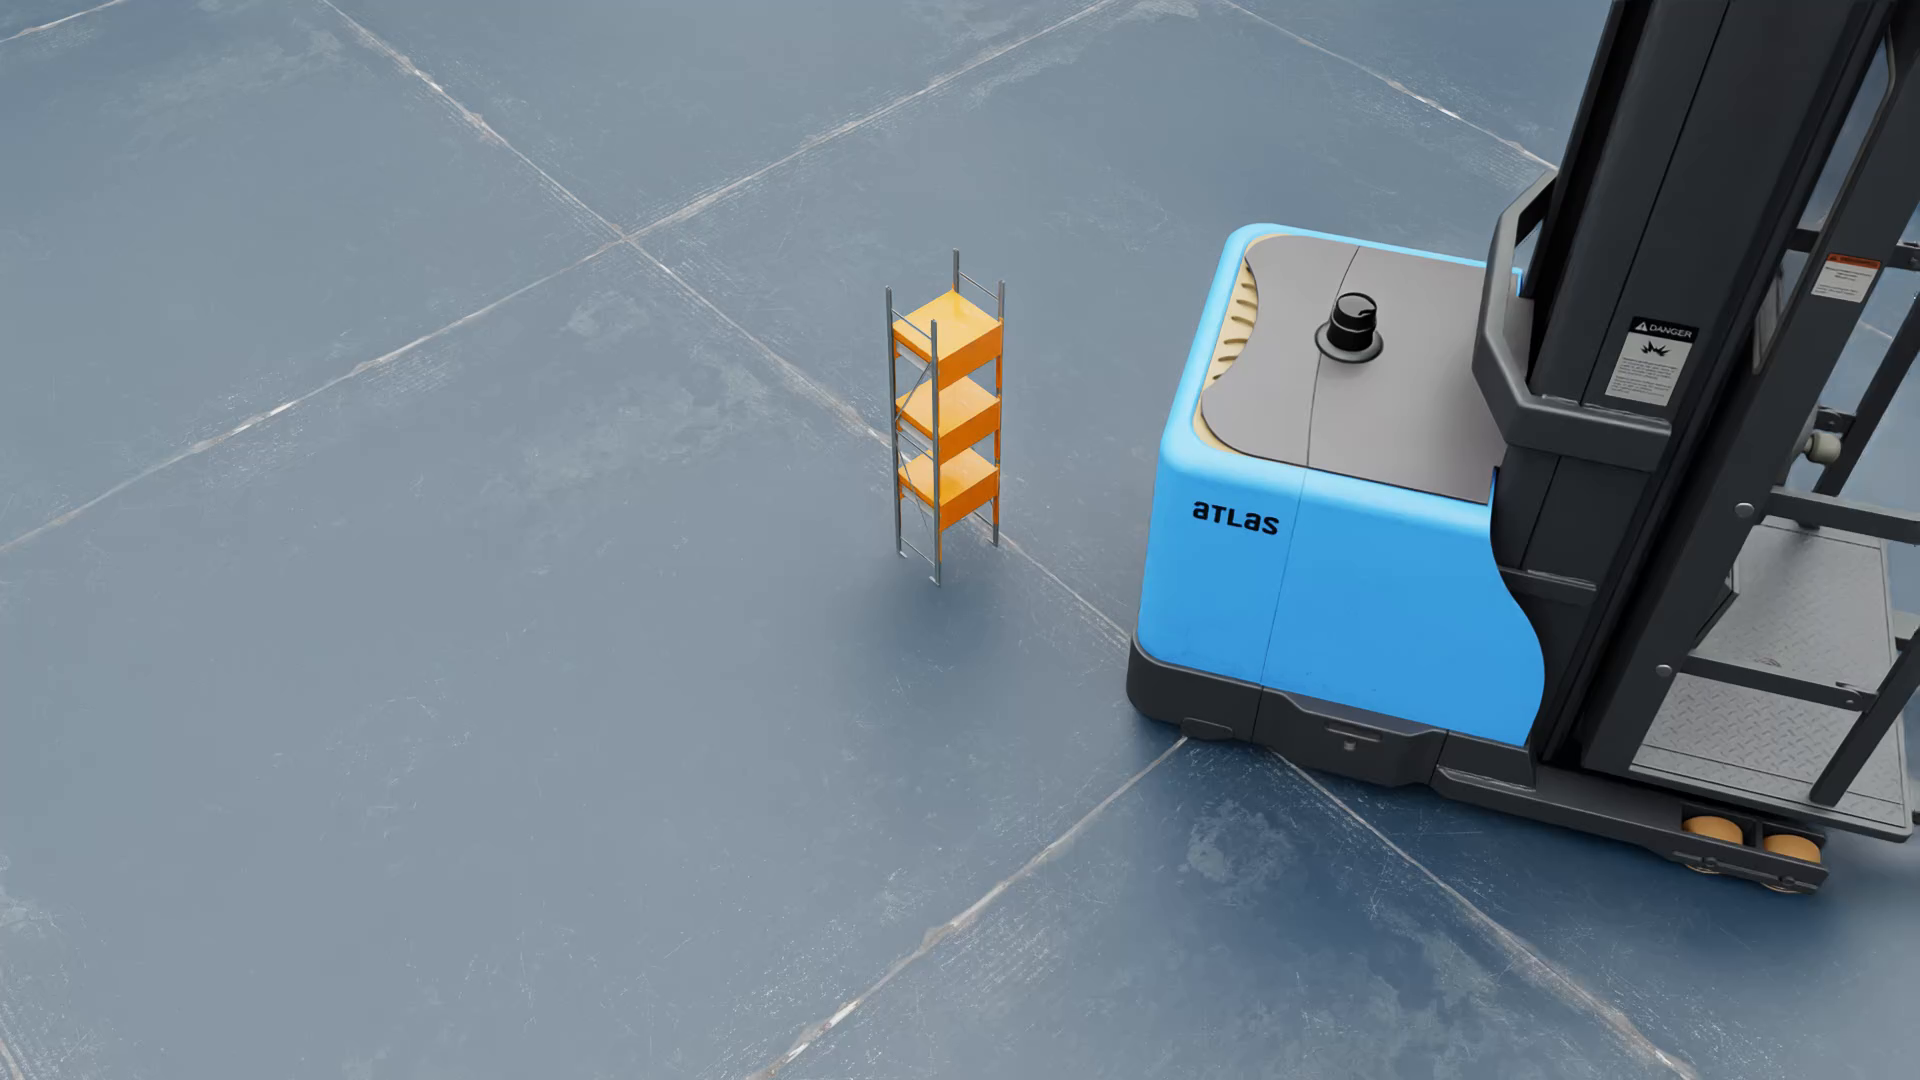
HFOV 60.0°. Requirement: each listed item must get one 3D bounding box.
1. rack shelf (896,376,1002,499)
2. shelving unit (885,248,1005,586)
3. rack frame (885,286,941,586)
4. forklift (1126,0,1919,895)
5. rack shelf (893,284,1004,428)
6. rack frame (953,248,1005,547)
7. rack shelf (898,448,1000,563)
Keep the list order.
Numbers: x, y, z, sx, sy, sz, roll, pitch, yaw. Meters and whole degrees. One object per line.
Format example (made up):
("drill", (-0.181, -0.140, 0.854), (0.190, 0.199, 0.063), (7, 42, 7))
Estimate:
("rack shelf", (-0.040, -0.322, 4.848), (0.240, 0.259, 0.215), (-34, 56, -27))
("shelving unit", (-0.040, -0.330, 4.840), (0.252, 1.050, 0.215), (-34, 56, -27))
("rack frame", (-0.130, -0.269, 4.784), (0.008, 1.050, 0.200), (-34, 56, -27))
("forklift", (2.050, -0.504, 3.721), (3.031, 2.935, 1.130), (13, 49, 12))
("rack shelf", (-0.040, -0.515, 4.639), (0.240, 0.259, 0.215), (-34, 56, -27))
("rack frame", (0.051, -0.390, 4.895), (0.008, 1.050, 0.200), (-34, 56, -27))
("rack shelf", (-0.040, -0.134, 5.052), (0.240, 0.259, 0.215), (-34, 56, -27))
